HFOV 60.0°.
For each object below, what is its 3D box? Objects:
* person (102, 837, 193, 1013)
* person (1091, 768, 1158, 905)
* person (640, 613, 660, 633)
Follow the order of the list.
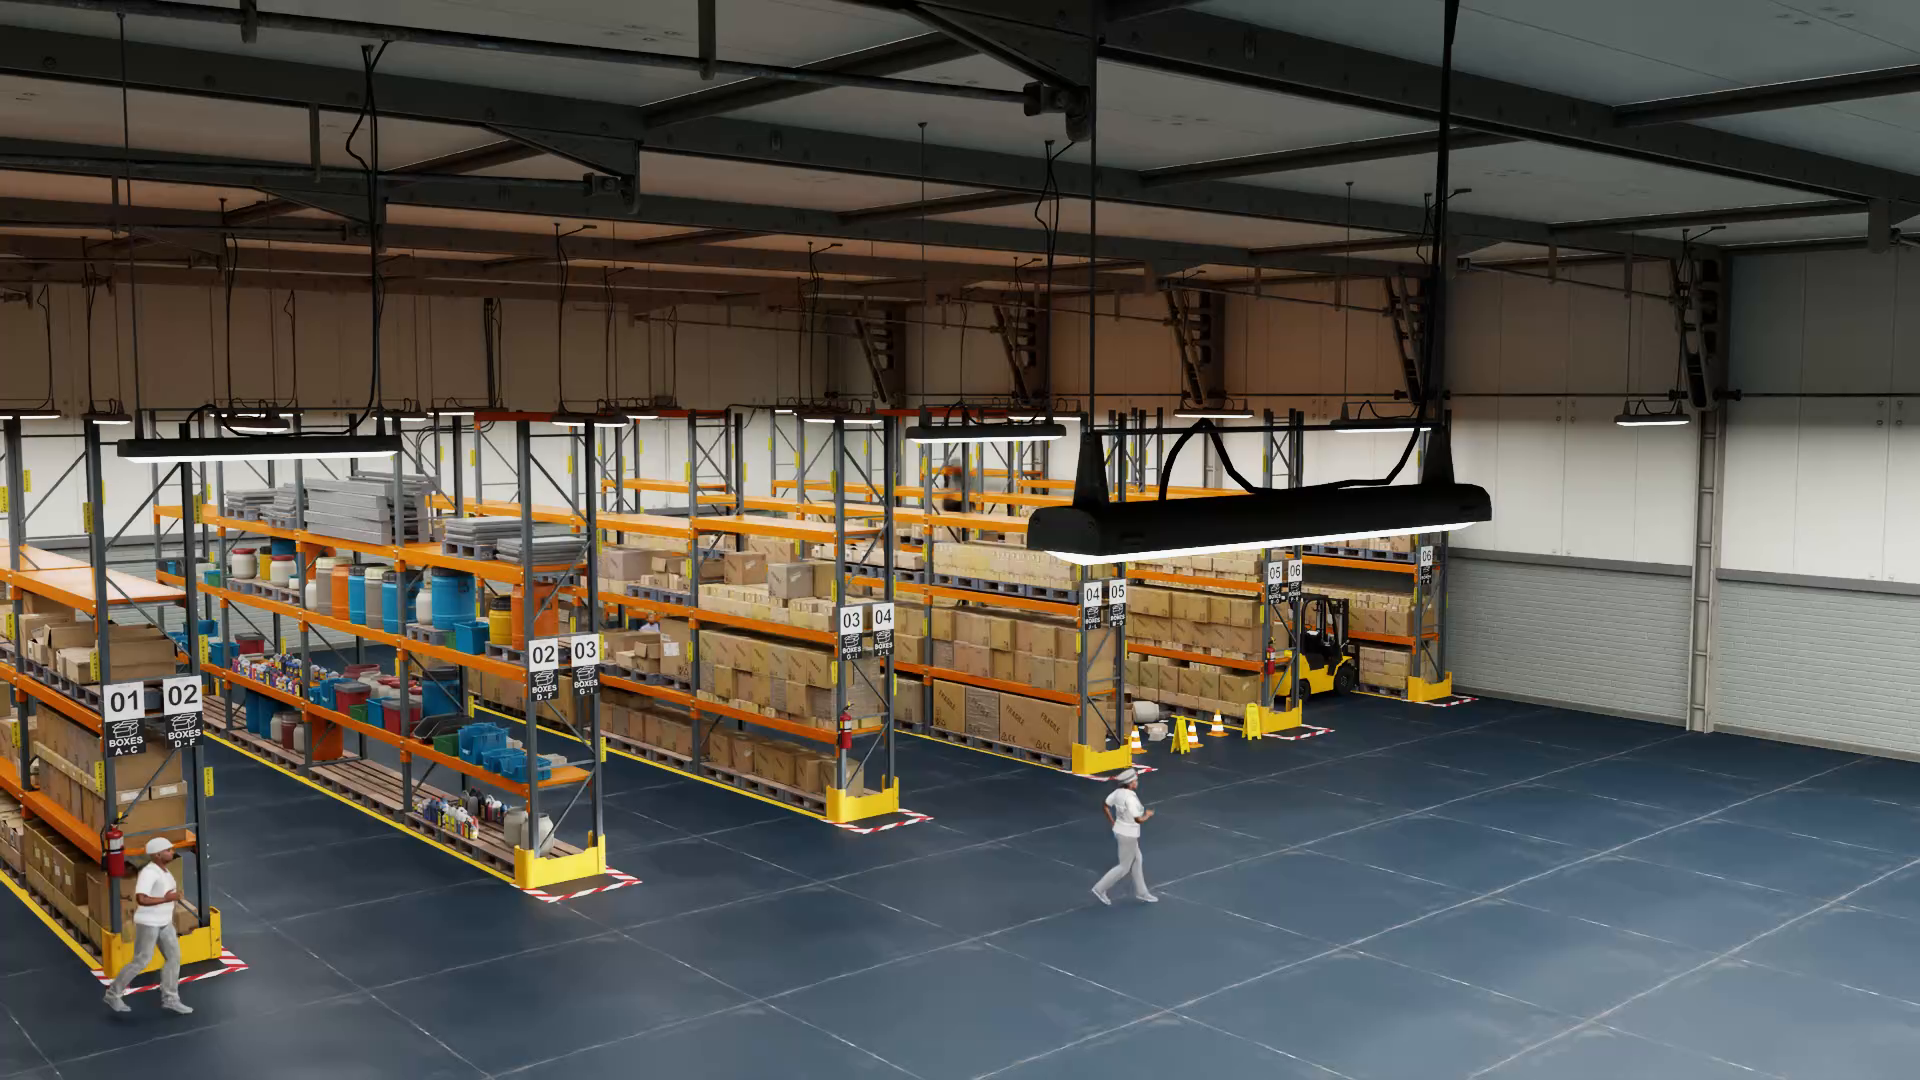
[{"bbox_3d":[-8.298,3.953,17.132,0.870,1.765,0.705,0,5,-2],"label":"person"},{"bbox_3d":[2.037,3.662,20.508,0.901,1.702,0.604,-1,5,-15],"label":"person"},{"bbox_3d":[-6.570,2.362,35.618,0.613,1.596,1.037,-4,6,-37],"label":"person"}]
